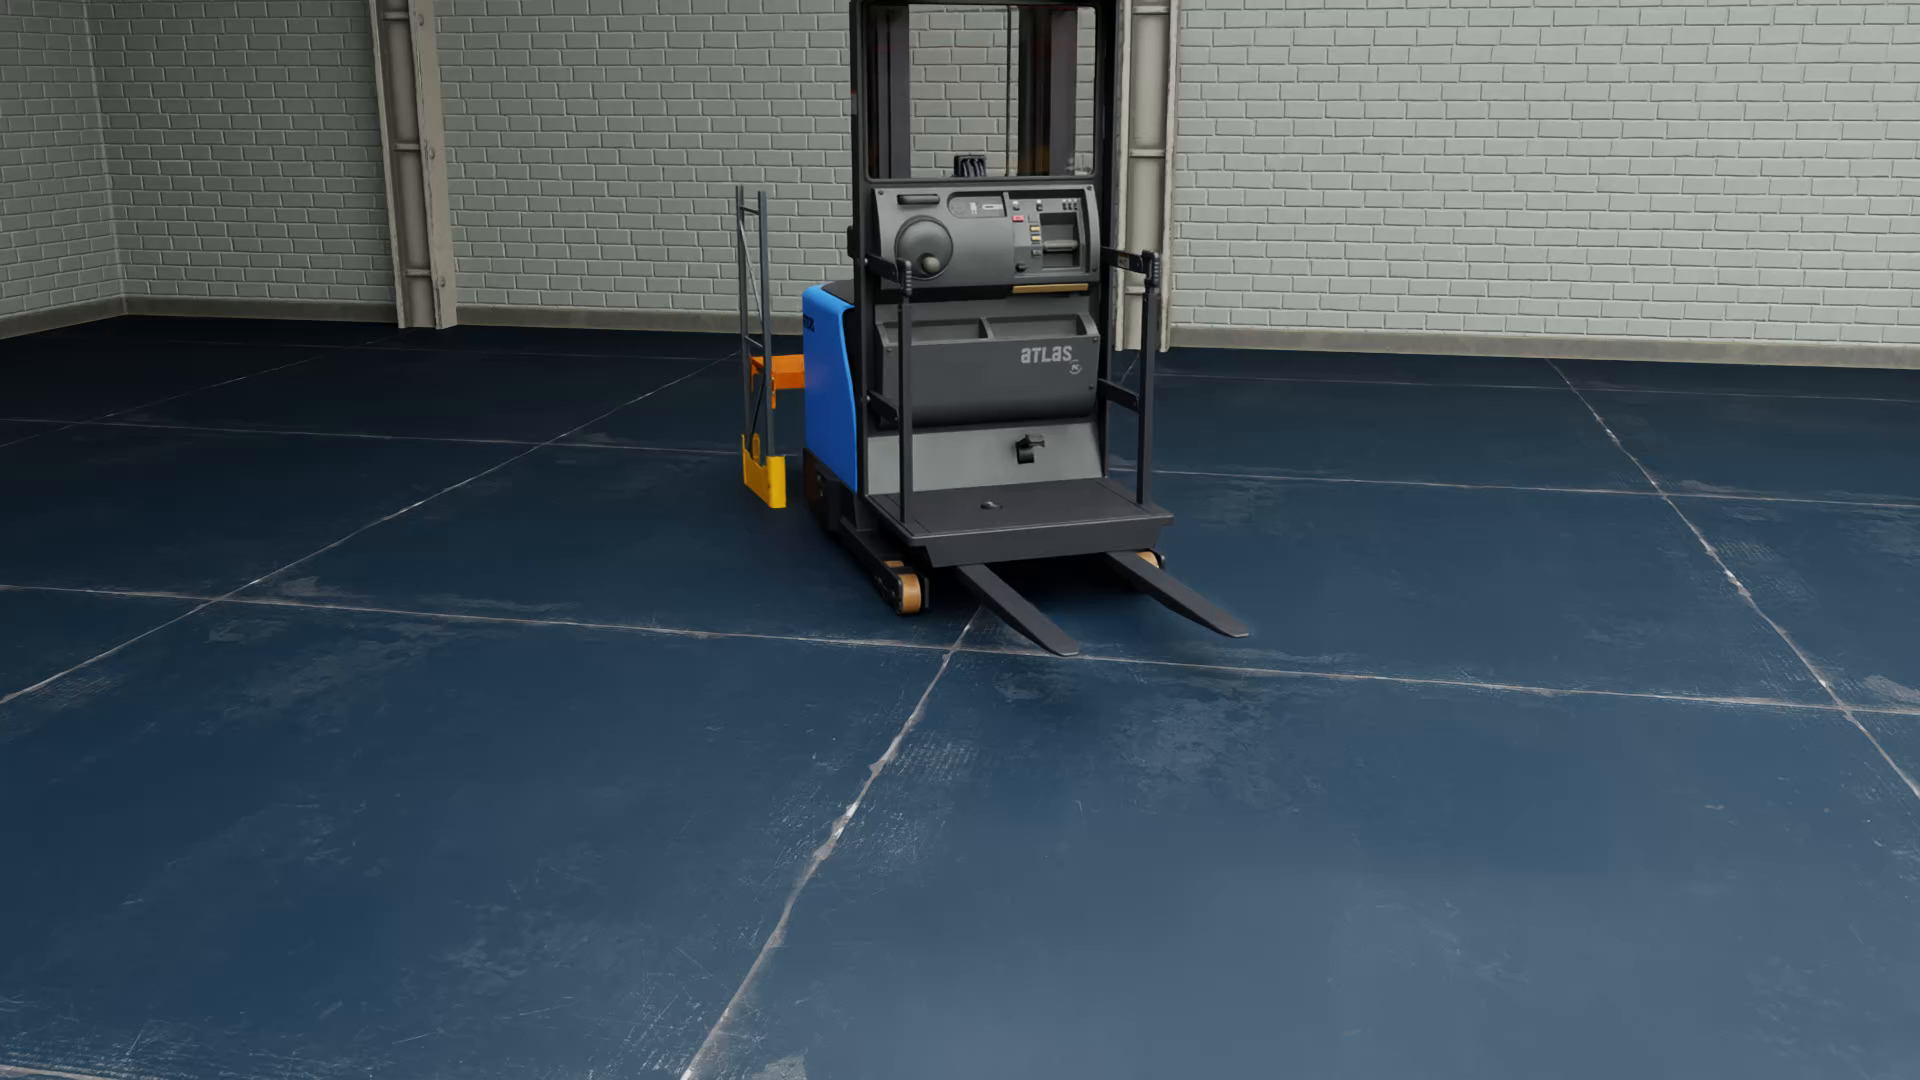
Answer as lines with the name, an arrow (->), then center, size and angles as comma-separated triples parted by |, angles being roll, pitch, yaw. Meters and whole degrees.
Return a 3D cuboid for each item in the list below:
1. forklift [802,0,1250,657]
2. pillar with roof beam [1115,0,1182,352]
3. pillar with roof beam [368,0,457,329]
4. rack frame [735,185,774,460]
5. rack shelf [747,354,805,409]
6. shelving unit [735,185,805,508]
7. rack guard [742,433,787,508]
forklift -> 0.183, -1.240, 6.479 | 1.130, 2.935, 3.031 | -5, 16, -17
pillar with roof beam -> 0.551, -4.692, 7.574 | 0.400, 9.000, 9.100 | 3, 16, 11
pillar with roof beam -> -5.329, -5.011, 8.726 | 0.400, 9.000, 9.100 | 3, 16, 11
rack frame -> -0.998, -0.952, 8.119 | 0.032, 1.500, 0.500 | -6, 16, -20
rack shelf -> -0.522, -0.827, 8.339 | 1.000, 0.185, 0.538 | -6, 16, -20
shelving unit -> -0.513, -1.001, 8.294 | 1.083, 1.500, 0.587 | -6, 16, -20
rack guard -> -0.979, -0.352, 8.291 | 0.087, 0.250, 0.587 | -6, 16, -20
